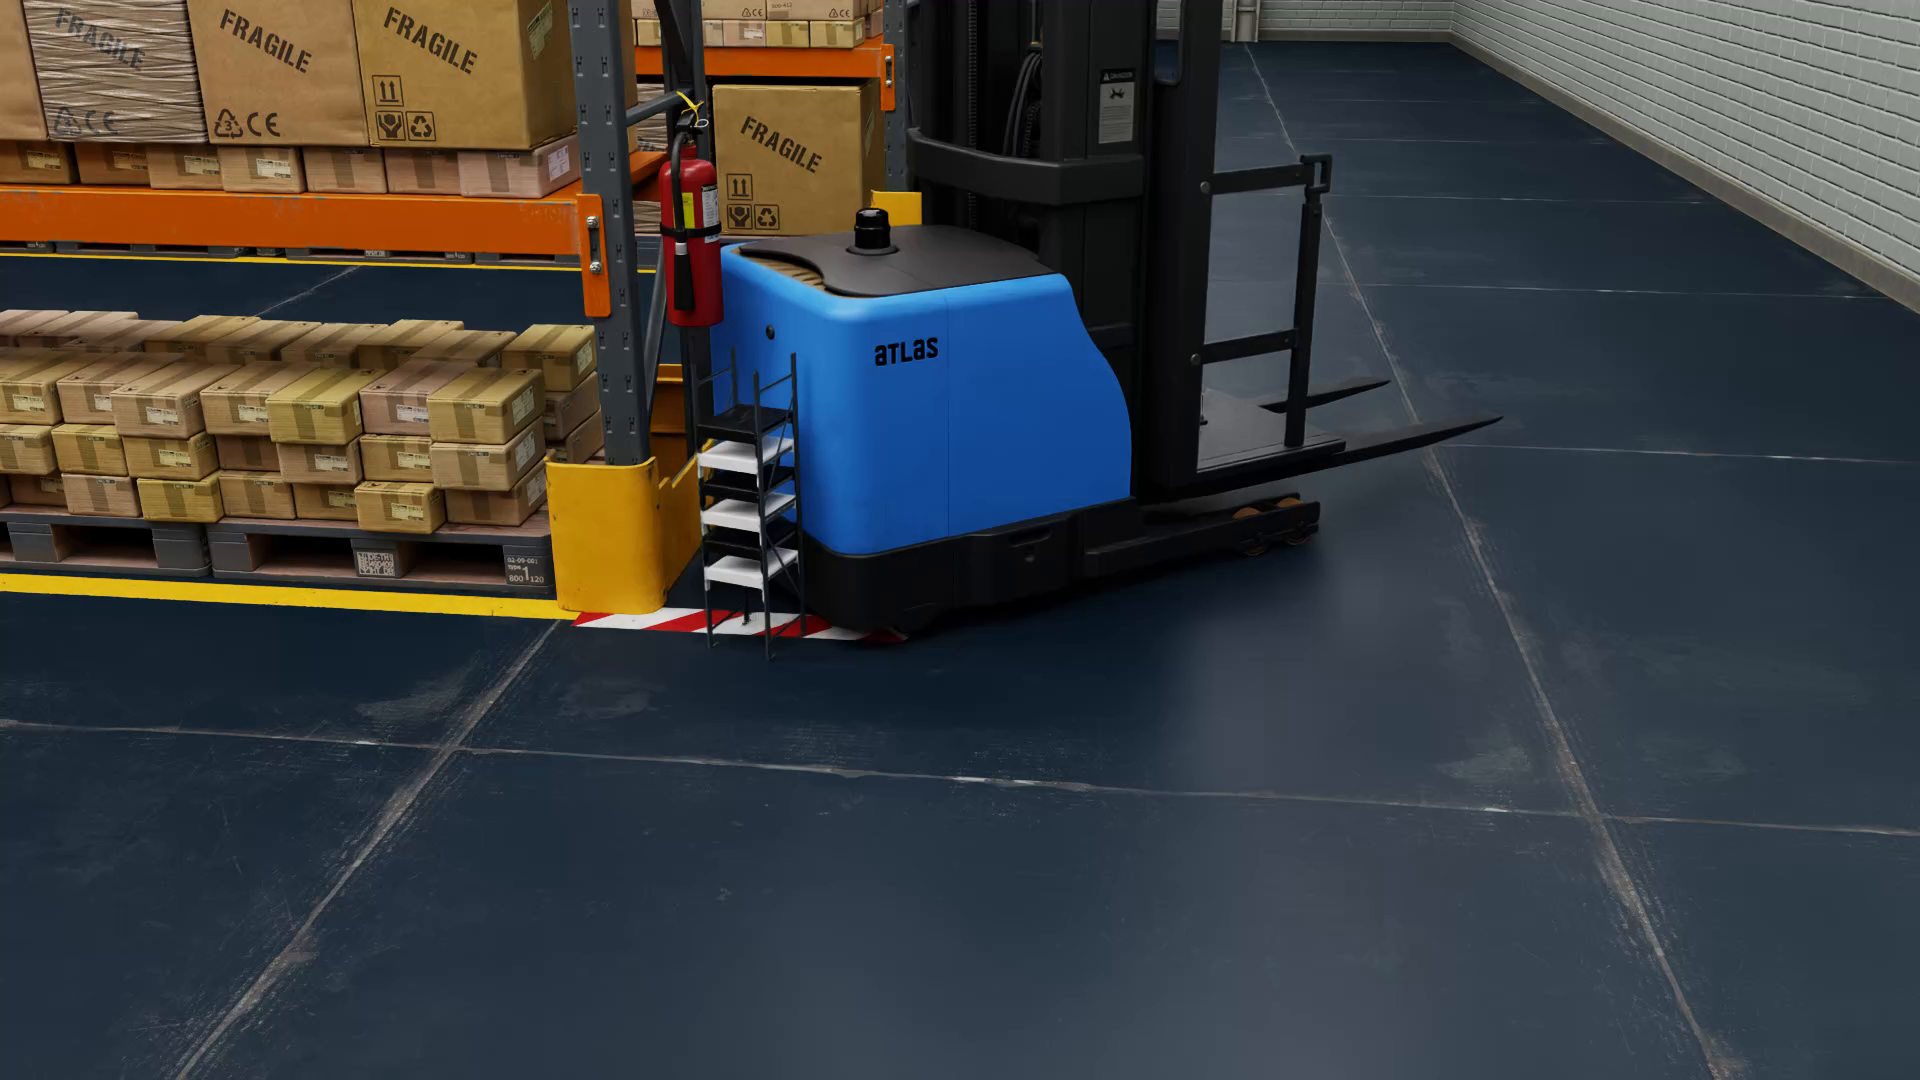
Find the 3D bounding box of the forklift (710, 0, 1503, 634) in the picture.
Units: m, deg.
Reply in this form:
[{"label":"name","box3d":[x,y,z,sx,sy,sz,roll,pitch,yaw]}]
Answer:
[{"label":"forklift","box3d":[0.680,-1.460,5.647,3.031,2.935,1.130,-13,25,-29]}]

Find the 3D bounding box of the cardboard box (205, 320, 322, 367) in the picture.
[{"label":"cardboard box","box3d":[-2.534,-0.684,6.087,0.250,0.149,0.380,3,22,8]}]

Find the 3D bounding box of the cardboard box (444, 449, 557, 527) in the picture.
[{"label":"cardboard box","box3d":[-1.548,-0.186,5.636,0.250,0.149,0.380,3,22,7]}]

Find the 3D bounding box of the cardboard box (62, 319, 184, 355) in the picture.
[{"label":"cardboard box","box3d":[-3.051,-0.688,6.098,0.250,0.149,0.380,3,22,6]}]

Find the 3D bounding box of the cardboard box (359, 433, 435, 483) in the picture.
[{"label":"cardboard box","box3d":[-1.812,-0.327,5.589,0.250,0.149,0.380,2,22,5]}]

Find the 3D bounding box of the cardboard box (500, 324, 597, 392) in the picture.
[{"label":"cardboard box","box3d":[-1.481,-0.662,6.033,0.250,0.149,0.380,2,22,4]}]

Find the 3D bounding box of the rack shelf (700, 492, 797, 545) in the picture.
[{"label":"rack shelf","box3d":[-0.627,-0.076,4.999,0.200,0.077,0.258,9,23,21]}]

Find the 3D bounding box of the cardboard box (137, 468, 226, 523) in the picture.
[{"label":"cardboard box","box3d":[-2.575,-0.197,5.664,0.250,0.149,0.380,2,22,4]}]

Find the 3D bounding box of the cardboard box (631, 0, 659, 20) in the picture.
[{"label":"cardboard box","box3d":[-1.838,-3.213,9.786,0.500,0.250,0.500,2,22,4]}]

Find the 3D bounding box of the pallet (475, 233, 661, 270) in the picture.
[{"label":"pallet","box3d":[-2.328,-1.939,10.557,1.213,0.211,1.003,2,22,6]}]

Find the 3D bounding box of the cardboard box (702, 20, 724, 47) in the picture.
[{"label":"cardboard box","box3d":[-1.466,-2.987,9.758,0.250,0.149,0.380,3,22,7]}]

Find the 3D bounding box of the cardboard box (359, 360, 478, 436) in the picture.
[{"label":"cardboard box","box3d":[-1.799,-0.478,5.566,0.250,0.149,0.380,3,22,7]}]

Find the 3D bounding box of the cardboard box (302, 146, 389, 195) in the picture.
[{"label":"cardboard box","box3d":[-1.851,-1.193,5.220,0.250,0.149,0.380,2,22,6]}]

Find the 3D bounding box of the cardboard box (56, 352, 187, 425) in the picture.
[{"label":"cardboard box","box3d":[-2.843,-0.520,5.673,0.250,0.149,0.380,2,22,4]}]

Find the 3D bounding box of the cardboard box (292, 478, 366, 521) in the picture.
[{"label":"cardboard box","box3d":[-2.068,-0.203,5.679,0.250,0.149,0.380,2,22,6]}]

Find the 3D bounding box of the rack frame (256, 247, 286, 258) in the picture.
[{"label":"rack frame","box3d":[-4.289,-3.349,10.331,0.127,3.000,1.000,2,22,6]}]

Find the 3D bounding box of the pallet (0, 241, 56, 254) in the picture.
[{"label":"pallet","box3d":[-6.279,-2.110,10.990,1.213,0.211,1.003,2,22,6]}]

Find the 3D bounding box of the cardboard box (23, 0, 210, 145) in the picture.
[{"label":"cardboard box","box3d":[-2.493,-1.522,5.170,0.500,0.500,0.500,3,22,6]}]

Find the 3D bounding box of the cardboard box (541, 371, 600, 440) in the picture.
[{"label":"cardboard box","box3d":[-1.491,-0.494,6.011,0.250,0.149,0.380,3,22,9]}]

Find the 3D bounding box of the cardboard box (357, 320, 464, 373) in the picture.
[{"label":"cardboard box","box3d":[-2.004,-0.688,6.098,0.250,0.149,0.380,2,22,6]}]

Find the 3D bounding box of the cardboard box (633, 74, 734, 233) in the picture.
[{"label":"cardboard box","box3d":[-1.865,-2.421,10.303,0.875,0.875,0.875,2,22,6]}]

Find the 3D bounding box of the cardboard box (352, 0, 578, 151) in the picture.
[{"label":"cardboard box","box3d":[-1.477,-1.480,5.062,0.500,0.500,0.500,3,22,7]}]

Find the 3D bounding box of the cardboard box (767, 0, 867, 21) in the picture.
[{"label":"cardboard box","box3d":[-0.829,-3.169,9.674,0.500,0.250,0.500,2,22,5]}]

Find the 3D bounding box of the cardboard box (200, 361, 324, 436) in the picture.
[{"label":"cardboard box","box3d":[-2.321,-0.477,5.564,0.250,0.149,0.380,2,22,4]}]

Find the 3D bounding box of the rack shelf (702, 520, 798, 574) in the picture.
[{"label":"rack shelf","box3d":[-0.627,0.007,5.032,0.200,0.077,0.258,9,23,21]}]

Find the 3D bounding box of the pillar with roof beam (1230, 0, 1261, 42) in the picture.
[{"label":"pillar with roof beam","box3d":[3.709,-10.019,19.041,0.400,9.000,9.100,2,22,6]}]

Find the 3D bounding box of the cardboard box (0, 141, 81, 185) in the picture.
[{"label":"cardboard box","box3d":[-2.892,-1.257,5.381,0.250,0.149,0.380,3,22,7]}]

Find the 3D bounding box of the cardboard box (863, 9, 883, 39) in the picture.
[{"label":"cardboard box","box3d":[-0.630,-3.195,10.283,0.250,0.149,0.380,3,22,7]}]

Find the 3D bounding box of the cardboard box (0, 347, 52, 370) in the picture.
[{"label":"cardboard box","box3d":[-3.347,-0.546,5.739,0.250,0.149,0.380,2,22,4]}]

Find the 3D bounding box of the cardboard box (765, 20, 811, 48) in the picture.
[{"label":"cardboard box","box3d":[-0.967,-2.965,9.701,0.250,0.149,0.380,3,22,7]}]

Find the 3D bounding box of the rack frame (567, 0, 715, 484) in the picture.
[{"label":"rack frame","box3d":[-1.001,-1.369,5.324,0.127,3.000,1.000,2,22,6]}]

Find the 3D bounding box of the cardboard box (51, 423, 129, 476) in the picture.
[{"label":"cardboard box","box3d":[-2.843,-0.353,5.656,0.250,0.149,0.380,4,22,9]}]

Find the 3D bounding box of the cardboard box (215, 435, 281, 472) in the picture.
[{"label":"cardboard box","box3d":[-2.330,-0.367,5.690,0.250,0.149,0.380,2,22,6]}]

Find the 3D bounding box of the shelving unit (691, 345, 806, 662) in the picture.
[{"label":"shelving unit","box3d":[-0.627,-0.107,4.987,0.210,0.900,0.258,9,23,21]}]

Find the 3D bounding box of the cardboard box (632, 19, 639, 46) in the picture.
[{"label":"cardboard box","box3d":[-1.981,-3.009,9.813,0.250,0.149,0.380,3,22,6]}]

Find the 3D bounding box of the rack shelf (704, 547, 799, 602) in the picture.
[{"label":"rack shelf","box3d":[-0.627,0.091,5.065,0.200,0.077,0.258,9,23,21]}]

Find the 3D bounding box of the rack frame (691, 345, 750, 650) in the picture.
[{"label":"rack frame","box3d":[-0.720,-0.122,5.024,0.006,0.900,0.240,9,23,21]}]

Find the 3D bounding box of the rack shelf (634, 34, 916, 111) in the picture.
[{"label":"rack shelf","box3d":[-2.303,-2.928,10.245,4.000,0.370,1.077,2,22,6]}]

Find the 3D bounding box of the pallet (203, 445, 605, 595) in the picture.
[{"label":"pallet","box3d":[-1.879,-0.124,5.967,1.213,0.211,1.003,2,22,6]}]

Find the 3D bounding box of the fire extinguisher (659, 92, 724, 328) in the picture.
[{"label":"fire extinguisher","box3d":[-0.805,-0.981,4.953,0.183,0.674,0.296,2,22,6]}]

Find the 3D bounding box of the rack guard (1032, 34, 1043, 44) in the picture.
[{"label":"rack guard","box3d":[0.777,-5.634,19.509,0.348,0.500,1.175,2,22,6]}]

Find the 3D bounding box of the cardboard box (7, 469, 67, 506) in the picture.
[{"label":"cardboard box","box3d":[-3.086,-0.254,5.809,0.250,0.149,0.380,3,22,8]}]

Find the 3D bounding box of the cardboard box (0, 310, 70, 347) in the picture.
[{"label":"cardboard box","box3d":[-3.554,-0.746,6.244,0.250,0.149,0.380,1,22,4]}]

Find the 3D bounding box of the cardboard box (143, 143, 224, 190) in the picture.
[{"label":"cardboard box","box3d":[-2.365,-1.218,5.283,0.250,0.149,0.380,2,22,4]}]

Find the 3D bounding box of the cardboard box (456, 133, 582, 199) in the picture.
[{"label":"cardboard box","box3d":[-1.358,-1.164,5.145,0.250,0.149,0.380,3,22,6]}]

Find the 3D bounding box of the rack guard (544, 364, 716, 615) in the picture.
[{"label":"rack guard","box3d":[-1.076,-0.210,5.792,0.348,0.500,1.175,2,22,6]}]
